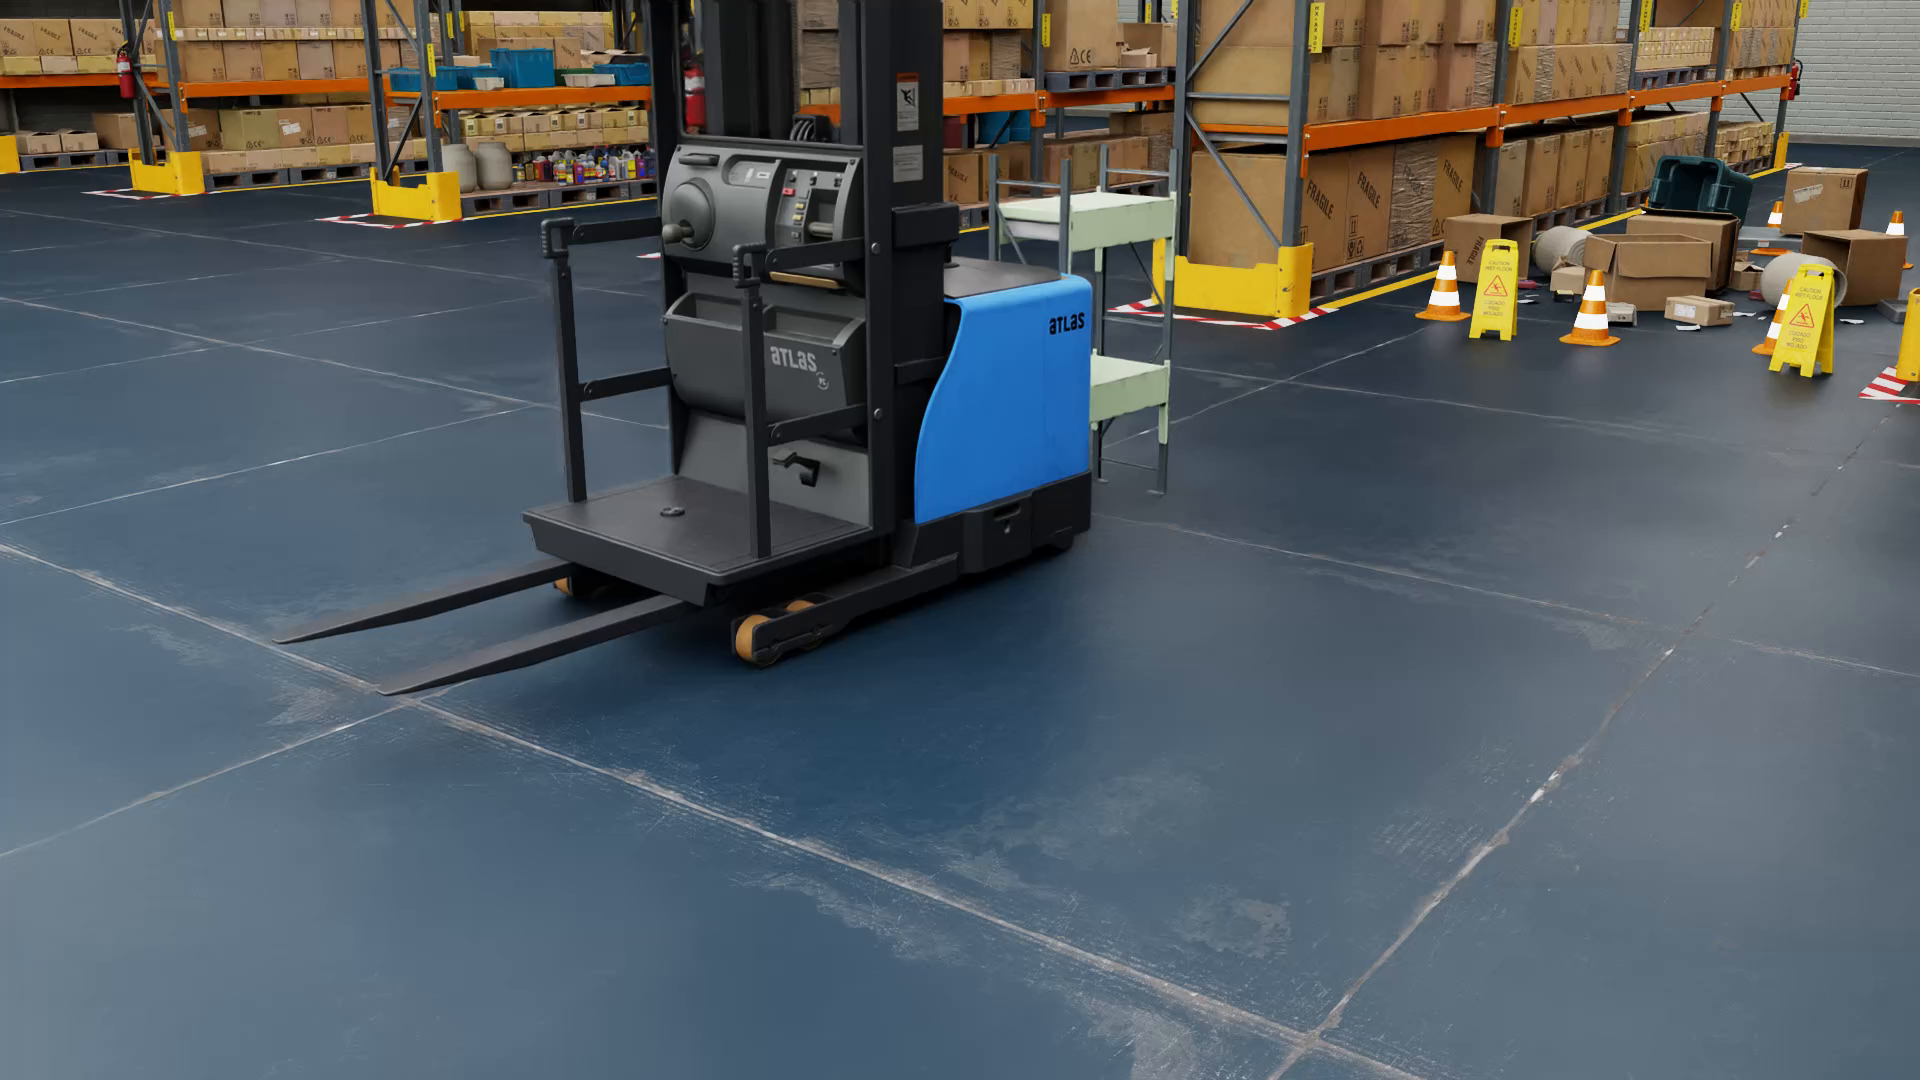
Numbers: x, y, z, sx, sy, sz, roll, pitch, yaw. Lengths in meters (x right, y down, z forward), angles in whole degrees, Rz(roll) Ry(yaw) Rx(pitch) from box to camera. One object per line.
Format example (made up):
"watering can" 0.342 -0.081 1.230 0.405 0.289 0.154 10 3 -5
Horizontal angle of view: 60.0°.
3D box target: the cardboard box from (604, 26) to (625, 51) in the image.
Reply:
"cardboard box" -6.785 -9.582 31.836 0.500 0.500 0.500 12 21 34

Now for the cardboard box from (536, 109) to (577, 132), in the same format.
"cardboard box" -6.137 -6.333 25.061 0.500 0.311 0.500 13 22 36

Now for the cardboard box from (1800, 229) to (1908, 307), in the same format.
"cardboard box" 6.683 -2.047 12.488 0.500 0.500 0.500 -4 18 -13

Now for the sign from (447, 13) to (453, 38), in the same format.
"sign" -7.052 -7.110 22.989 0.100 0.325 0.005 12 21 35

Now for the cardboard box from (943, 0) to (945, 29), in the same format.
"cardboard box" -0.488 -5.160 15.947 0.500 0.500 0.500 12 21 35

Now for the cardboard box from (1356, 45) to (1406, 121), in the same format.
"cardboard box" 2.925 -3.566 12.917 0.875 0.550 0.550 12 21 35

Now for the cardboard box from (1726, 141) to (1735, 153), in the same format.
"cardboard box" 10.159 -5.287 22.308 0.380 0.149 0.250 14 22 37

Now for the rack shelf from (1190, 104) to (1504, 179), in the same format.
"rack shelf" 3.187 -3.285 13.477 1.077 0.370 4.000 12 21 35

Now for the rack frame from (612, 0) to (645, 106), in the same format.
"rack frame" -5.115 -7.710 26.512 1.000 3.000 0.127 12 21 35

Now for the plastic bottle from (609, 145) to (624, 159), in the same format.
"plastic bottle" -4.221 -4.681 20.485 0.144 0.351 0.185 12 21 35

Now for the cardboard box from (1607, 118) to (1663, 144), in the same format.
"cardboard box" 7.669 -4.665 18.950 0.500 0.250 0.500 12 21 34

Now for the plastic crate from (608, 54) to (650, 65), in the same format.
"plastic crate" -3.936 -5.749 20.303 0.767 0.338 0.504 12 21 35

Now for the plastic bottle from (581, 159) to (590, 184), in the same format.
"plastic bottle" -4.371 -4.293 19.370 0.097 0.271 0.097 0 17 0

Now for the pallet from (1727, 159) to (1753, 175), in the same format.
"pallet" 10.243 -5.137 22.929 1.003 0.211 1.213 12 21 35

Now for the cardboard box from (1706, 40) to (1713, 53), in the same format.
"cardboard box" 9.067 -6.103 20.553 0.380 0.149 0.250 13 22 36

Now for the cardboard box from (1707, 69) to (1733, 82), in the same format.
"cardboard box" 9.577 -5.900 21.108 0.380 0.149 0.250 13 22 37

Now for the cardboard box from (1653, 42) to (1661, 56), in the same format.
"cardboard box" 7.677 -5.549 18.769 0.380 0.149 0.250 13 21 35

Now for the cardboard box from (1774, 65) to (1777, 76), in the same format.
"cardboard box" 11.246 -6.600 23.364 0.380 0.149 0.250 12 21 34

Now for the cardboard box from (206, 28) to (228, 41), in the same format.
"cardboard box" -9.320 -6.280 20.648 0.380 0.149 0.250 12 21 33

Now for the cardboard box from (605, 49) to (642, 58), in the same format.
"cardboard box" -5.367 -7.588 26.271 0.500 0.311 0.500 14 22 38

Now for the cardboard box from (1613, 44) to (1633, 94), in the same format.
"cardboard box" 6.709 -4.951 17.459 0.500 0.500 0.500 12 21 35

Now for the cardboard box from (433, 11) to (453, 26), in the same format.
"cardboard box" -9.033 -9.295 29.650 0.500 0.250 0.500 13 22 36

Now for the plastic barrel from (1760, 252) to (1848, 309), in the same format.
"plastic barrel" 6.046 -1.831 11.925 0.421 0.421 0.512 -4 18 -13

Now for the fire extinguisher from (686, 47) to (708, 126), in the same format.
"fire extinguisher" -2.366 -4.070 14.922 0.296 0.674 0.183 12 21 35

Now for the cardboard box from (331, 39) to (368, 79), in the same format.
"cardboard box" -8.369 -6.452 22.295 0.700 0.500 0.500 13 21 35

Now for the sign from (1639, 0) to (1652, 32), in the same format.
"sign" 7.210 -5.513 17.487 0.100 0.325 0.005 12 21 35

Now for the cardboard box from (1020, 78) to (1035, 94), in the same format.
"cardboard box" 0.563 -4.782 17.509 0.380 0.149 0.250 12 21 35

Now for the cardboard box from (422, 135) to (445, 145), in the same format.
"cardboard box" -7.484 -5.794 24.273 0.500 0.250 0.500 12 21 34

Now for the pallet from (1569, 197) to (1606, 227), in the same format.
"pallet" 6.232 -3.551 17.824 1.003 0.211 1.213 12 21 35

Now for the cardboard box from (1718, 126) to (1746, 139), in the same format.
"cardboard box" 10.469 -5.547 22.643 0.380 0.149 0.250 13 21 35

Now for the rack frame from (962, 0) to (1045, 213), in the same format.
"rack frame" 0.455 -5.005 17.804 1.000 3.000 0.127 12 21 35

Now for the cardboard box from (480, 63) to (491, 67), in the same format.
"cardboard box" -6.806 -6.812 24.045 0.380 0.149 0.250 12 21 35

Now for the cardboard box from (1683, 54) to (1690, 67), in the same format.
"cardboard box" 8.453 -5.713 19.800 0.380 0.149 0.250 11 21 32

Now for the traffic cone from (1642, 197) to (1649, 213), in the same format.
"traffic cone" 6.390 -2.946 15.450 0.336 0.463 0.334 12 21 35

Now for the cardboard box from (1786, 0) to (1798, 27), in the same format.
"cardboard box" 11.456 -7.477 23.408 0.500 0.500 0.500 12 21 34

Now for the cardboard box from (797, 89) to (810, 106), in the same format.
"cardboard box" -1.567 -3.958 14.856 0.380 0.149 0.250 12 21 35

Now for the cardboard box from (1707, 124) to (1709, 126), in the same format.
"cardboard box" 10.369 -5.759 23.327 0.380 0.149 0.250 13 22 37

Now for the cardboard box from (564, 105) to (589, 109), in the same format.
"cardboard box" -5.969 -6.665 26.132 0.500 0.311 0.500 12 21 33

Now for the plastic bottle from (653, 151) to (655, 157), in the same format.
"plastic bottle" -3.675 -4.621 20.292 0.144 0.351 0.185 12 21 33

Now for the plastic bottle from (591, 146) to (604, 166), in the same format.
"plastic bottle" -4.449 -4.662 20.422 0.144 0.351 0.185 11 21 32

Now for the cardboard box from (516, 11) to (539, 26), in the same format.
"cardboard box" -8.003 -9.452 30.155 0.500 0.250 0.500 13 21 35

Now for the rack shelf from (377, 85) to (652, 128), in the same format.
"rack shelf" -4.714 -5.061 19.195 1.077 0.370 4.000 12 21 35

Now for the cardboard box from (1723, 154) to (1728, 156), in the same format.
"cardboard box" 9.885 -5.011 21.921 0.380 0.149 0.250 12 21 34

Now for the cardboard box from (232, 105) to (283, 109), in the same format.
"cardboard box" -9.217 -5.471 21.966 0.500 0.500 0.500 12 21 35

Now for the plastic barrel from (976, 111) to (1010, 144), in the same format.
"plastic barrel" 0.485 -6.689 26.057 0.600 0.901 0.708 12 21 35

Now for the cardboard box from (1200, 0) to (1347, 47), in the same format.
"cardboard box" 2.247 -3.821 11.917 0.875 0.550 0.550 12 21 35

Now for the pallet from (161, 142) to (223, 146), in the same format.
"pallet" -11.851 -6.133 26.138 1.003 0.211 1.213 12 21 35

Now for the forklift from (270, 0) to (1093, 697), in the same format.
"forklift" -0.832 -1.158 5.530 1.130 2.935 3.031 15 23 40

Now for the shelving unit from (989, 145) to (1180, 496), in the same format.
"shelving unit" 0.518 -0.873 7.027 0.431 1.500 0.755 15 23 40

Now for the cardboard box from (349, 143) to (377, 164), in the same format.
"cardboard box" -8.191 -5.256 22.540 0.500 0.250 0.500 12 21 35

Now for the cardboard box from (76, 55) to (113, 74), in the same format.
"cardboard box" -12.710 -6.923 24.199 0.500 0.250 0.500 12 21 34

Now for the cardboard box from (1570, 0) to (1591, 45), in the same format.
"cardboard box" 5.882 -5.234 16.687 0.700 0.500 0.500 12 21 34

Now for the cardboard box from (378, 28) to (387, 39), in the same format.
"cardboard box" -7.947 -6.828 22.410 0.380 0.149 0.250 12 21 35

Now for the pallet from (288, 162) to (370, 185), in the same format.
"pallet" -8.732 -4.951 22.332 1.003 0.211 1.213 12 21 35

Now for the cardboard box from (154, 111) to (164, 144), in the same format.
"cardboard box" -12.065 -6.393 25.747 0.500 0.500 0.500 11 20 31

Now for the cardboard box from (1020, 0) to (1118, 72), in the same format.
"cardboard box" 1.041 -5.657 18.183 1.000 1.000 1.000 13 21 35

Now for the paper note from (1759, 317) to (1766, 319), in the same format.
"paper note" 5.695 -1.576 11.800 0.032 0.001 0.123 12 21 35

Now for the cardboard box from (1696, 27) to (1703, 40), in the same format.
"cardboard box" 8.748 -6.120 20.104 0.380 0.149 0.250 12 21 33

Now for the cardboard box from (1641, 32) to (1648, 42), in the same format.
"cardboard box" 7.351 -5.563 18.311 0.380 0.149 0.250 12 21 33

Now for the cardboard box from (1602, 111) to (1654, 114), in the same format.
"cardboard box" 8.177 -5.119 20.411 0.500 0.250 0.500 13 22 36
